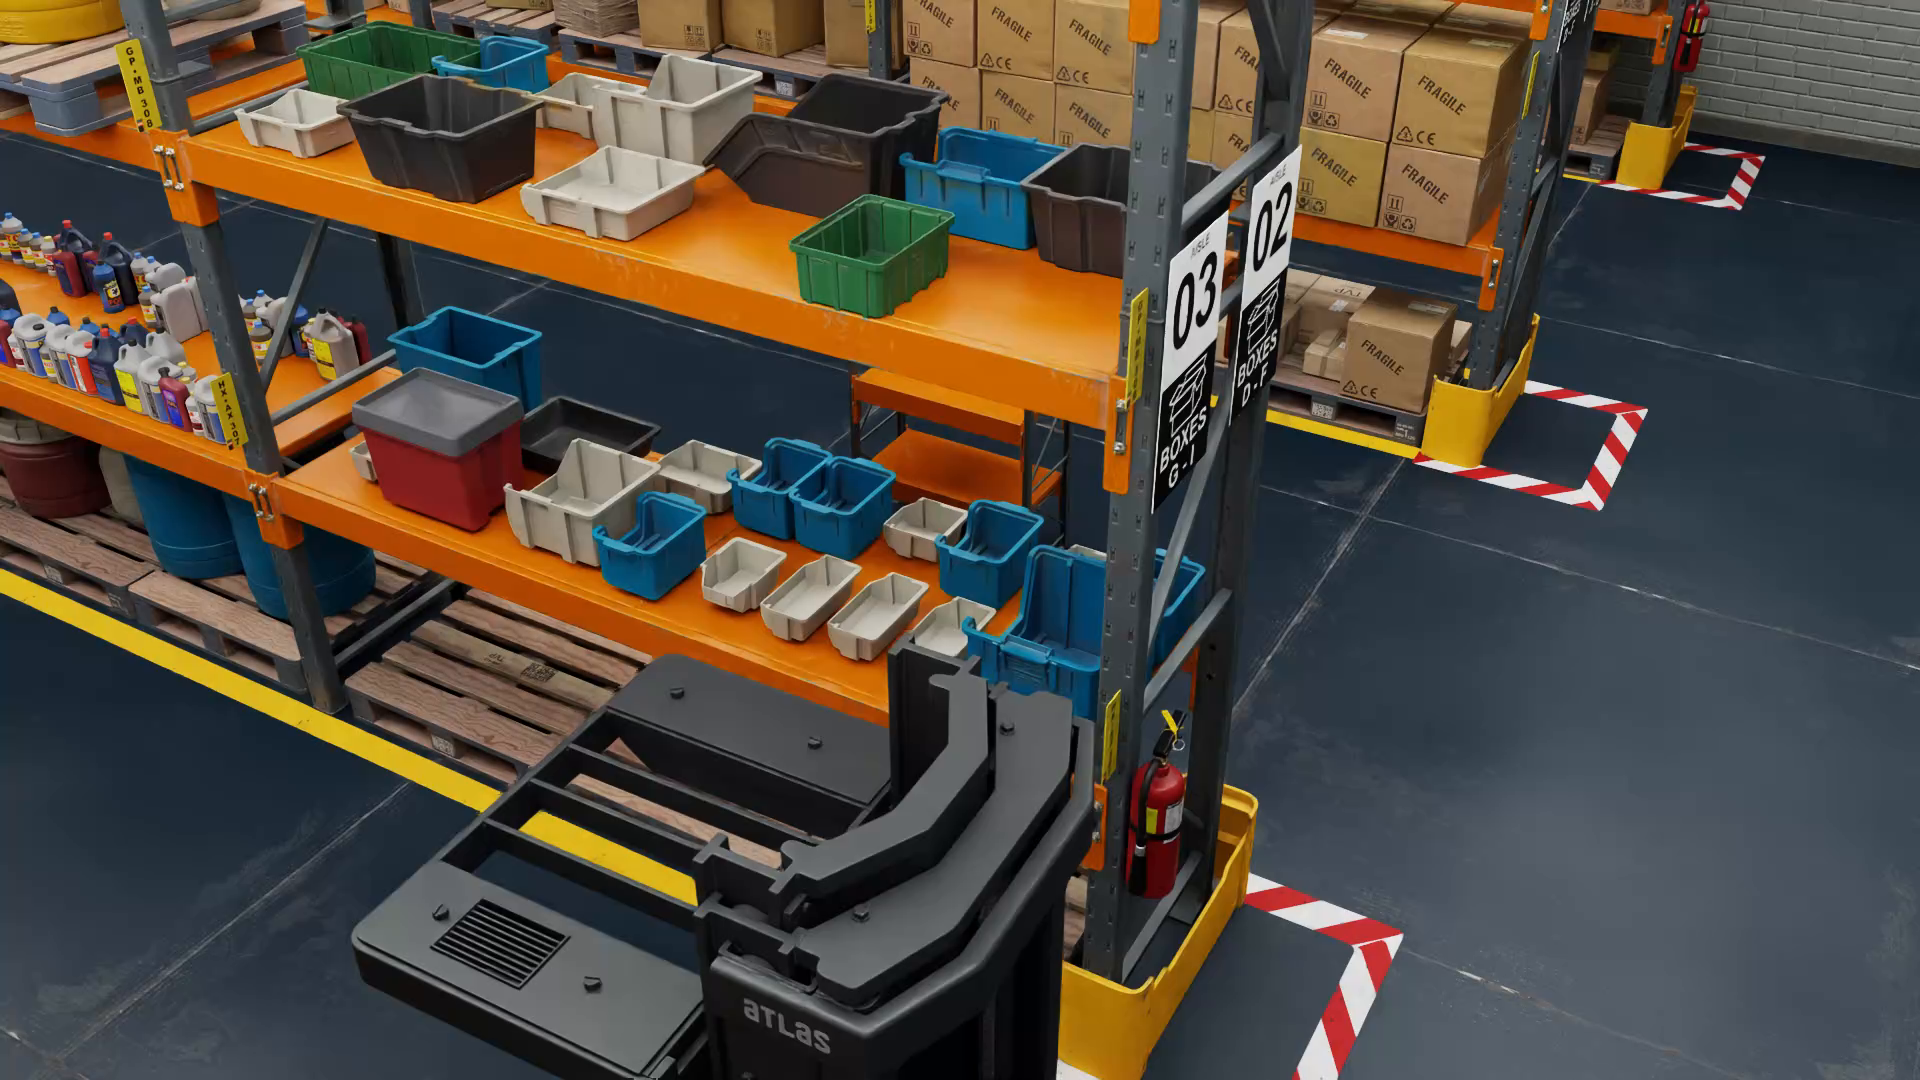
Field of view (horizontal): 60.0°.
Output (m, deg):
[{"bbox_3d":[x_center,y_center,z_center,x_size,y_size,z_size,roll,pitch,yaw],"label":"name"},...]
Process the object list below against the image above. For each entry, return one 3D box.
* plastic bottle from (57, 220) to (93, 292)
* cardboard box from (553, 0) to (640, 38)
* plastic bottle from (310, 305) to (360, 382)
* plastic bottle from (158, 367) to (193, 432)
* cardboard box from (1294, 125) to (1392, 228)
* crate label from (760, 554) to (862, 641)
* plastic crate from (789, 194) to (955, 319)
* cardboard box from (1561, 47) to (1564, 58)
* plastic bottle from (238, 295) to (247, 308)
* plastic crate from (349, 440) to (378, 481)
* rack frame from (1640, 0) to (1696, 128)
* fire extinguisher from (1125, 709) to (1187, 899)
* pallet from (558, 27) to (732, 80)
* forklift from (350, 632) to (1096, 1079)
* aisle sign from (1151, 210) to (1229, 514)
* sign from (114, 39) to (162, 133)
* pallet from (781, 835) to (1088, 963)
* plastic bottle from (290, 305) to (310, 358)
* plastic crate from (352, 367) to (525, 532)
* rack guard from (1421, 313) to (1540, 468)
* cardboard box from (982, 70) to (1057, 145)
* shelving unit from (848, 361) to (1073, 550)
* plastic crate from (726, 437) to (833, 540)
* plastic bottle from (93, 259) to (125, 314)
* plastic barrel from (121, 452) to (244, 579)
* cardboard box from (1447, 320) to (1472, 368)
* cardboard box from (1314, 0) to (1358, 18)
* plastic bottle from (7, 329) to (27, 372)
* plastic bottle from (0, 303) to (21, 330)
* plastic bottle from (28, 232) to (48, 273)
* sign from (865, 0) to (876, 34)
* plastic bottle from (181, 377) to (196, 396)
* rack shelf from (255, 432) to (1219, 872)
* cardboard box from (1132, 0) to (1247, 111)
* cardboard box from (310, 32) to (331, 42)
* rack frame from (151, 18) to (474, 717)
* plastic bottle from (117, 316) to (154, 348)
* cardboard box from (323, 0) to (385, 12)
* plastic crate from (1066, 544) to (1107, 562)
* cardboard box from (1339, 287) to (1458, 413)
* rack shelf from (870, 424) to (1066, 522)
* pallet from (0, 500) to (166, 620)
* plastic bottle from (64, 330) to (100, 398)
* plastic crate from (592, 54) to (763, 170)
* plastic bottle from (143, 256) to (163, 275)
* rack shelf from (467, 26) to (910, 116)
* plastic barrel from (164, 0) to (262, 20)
[{"bbox_3d":[-4.539,-1.472,8.570,0.185,0.351,0.144,18,37,24],"label":"plastic bottle"},{"bbox_3d":[-2.449,-3.914,11.723,0.500,0.500,0.700,25,41,33],"label":"cardboard box"},{"bbox_3d":[-2.919,-0.920,7.741,0.185,0.351,0.144,18,37,24],"label":"plastic bottle"},{"bbox_3d":[-3.465,-0.623,7.355,0.133,0.283,0.061,18,37,24],"label":"plastic bottle"},{"bbox_3d":[2.219,-2.134,9.430,0.500,0.500,0.500,18,38,25],"label":"cardboard box"},{"bbox_3d":[-0.562,0.219,6.169,0.243,0.136,0.396,18,37,24],"label":"crate label"},{"bbox_3d":[-0.264,-0.871,5.108,0.336,0.188,0.450,18,37,24],"label":"plastic crate"},{"bbox_3d":[4.790,-3.841,13.373,0.250,0.149,0.380,17,37,24],"label":"cardboard box"},{"bbox_3d":[-3.526,-1.104,8.152,0.097,0.201,0.097,0,34,0],"label":"plastic bottle"},{"bbox_3d":[-2.406,-0.395,7.092,0.243,0.136,0.396,18,37,24],"label":"plastic crate"},{"bbox_3d":[5.650,-4.344,12.839,0.127,3.000,1.000,18,37,24],"label":"rack frame"},{"bbox_3d":[0.639,0.871,5.413,0.183,0.674,0.296,18,37,24],"label":"fire extinguisher"},{"bbox_3d":[-2.060,-3.547,11.815,1.213,0.211,1.003,18,37,24],"label":"pallet"},{"bbox_3d":[-0.581,1.507,4.113,3.031,2.935,1.130,17,37,23],"label":"forklift"},{"bbox_3d":[0.651,-0.498,4.717,0.004,0.787,0.394,18,37,24],"label":"aisle sign"},{"bbox_3d":[-3.013,-1.665,6.101,0.005,0.325,0.100,18,37,24],"label":"sign"},{"bbox_3d":[0.037,1.338,6.821,1.213,0.211,1.003,18,37,24],"label":"pallet"},{"bbox_3d":[-3.155,-1.016,7.956,0.097,0.271,0.097,0,34,0],"label":"plastic bottle"},{"bbox_3d":[-2.088,-0.362,6.747,0.583,0.464,0.402,18,37,24],"label":"plastic crate"},{"bbox_3d":[3.129,-0.940,9.982,0.348,0.500,1.175,18,37,24],"label":"rack guard"},{"bbox_3d":[0.476,-2.691,10.265,0.500,0.500,0.500,18,38,25],"label":"cardboard box"},{"bbox_3d":[0.006,-0.466,8.706,1.048,1.125,0.538,18,37,24],"label":"shelving unit"},{"bbox_3d":[-0.721,-0.203,6.717,0.300,0.233,0.416,18,37,24],"label":"plastic crate"},{"bbox_3d":[-4.285,-1.282,8.356,0.097,0.271,0.097,0,34,0],"label":"plastic bottle"},{"bbox_3d":[-3.818,-0.331,8.326,0.708,0.901,0.600,18,37,24],"label":"plastic barrel"},{"bbox_3d":[3.002,-1.237,10.347,0.250,0.149,0.380,18,37,24],"label":"cardboard box"},{"bbox_3d":[2.051,-2.946,9.747,0.500,0.500,0.500,18,38,25],"label":"cardboard box"},{"bbox_3d":[-4.429,-0.906,7.854,0.097,0.201,0.097,0,34,0],"label":"plastic bottle"},{"bbox_3d":[-4.515,-1.001,7.934,0.097,0.271,0.097,0,34,0],"label":"plastic bottle"},{"bbox_3d":[-4.850,-1.524,8.782,0.097,0.201,0.097,0,34,0],"label":"plastic bottle"},{"bbox_3d":[-0.550,-3.273,10.186,0.005,0.325,0.100,18,37,24],"label":"sign"},{"bbox_3d":[-3.441,-0.632,7.443,0.097,0.201,0.097,0,34,0],"label":"plastic bottle"},{"bbox_3d":[-1.002,0.173,6.705,4.000,0.370,1.077,18,37,24],"label":"rack shelf"},{"bbox_3d":[1.335,-2.828,9.569,0.500,0.500,0.500,19,38,26],"label":"cardboard box"},{"bbox_3d":[-5.408,-4.132,14.115,0.500,0.311,0.500,17,37,24],"label":"cardboard box"},{"bbox_3d":[-2.739,-0.677,7.331,0.127,3.000,1.000,18,37,24],"label":"rack frame"},{"bbox_3d":[-3.788,-0.872,7.669,0.185,0.351,0.144,18,37,24],"label":"plastic bottle"},{"bbox_3d":[-4.669,-4.169,12.803,0.250,0.149,0.380,18,37,24],"label":"cardboard box"},{"bbox_3d":[0.446,0.154,6.268,0.298,0.136,0.250,18,37,24],"label":"plastic crate"},{"bbox_3d":[2.601,-1.133,9.875,0.500,0.500,0.500,18,37,24],"label":"cardboard box"},{"bbox_3d":[0.006,-0.263,8.842,1.000,0.278,0.538,18,37,24],"label":"rack shelf"},{"bbox_3d":[-4.451,-0.084,8.956,1.213,0.211,1.003,18,37,24],"label":"pallet"},{"bbox_3d":[-3.996,-0.817,7.654,0.135,0.276,0.152,18,37,24],"label":"plastic bottle"},{"bbox_3d":[-1.037,-1.534,6.019,0.530,0.282,0.437,18,37,24],"label":"plastic crate"},{"bbox_3d":[-4.044,-1.298,8.379,0.097,0.271,0.097,0,34,0],"label":"plastic bottle"},{"bbox_3d":[-2.014,-3.310,11.935,4.000,0.370,1.077,18,37,24],"label":"rack shelf"},{"bbox_3d":[-3.071,-2.422,6.744,0.433,0.535,0.433,0,34,0],"label":"plastic barrel"}]
